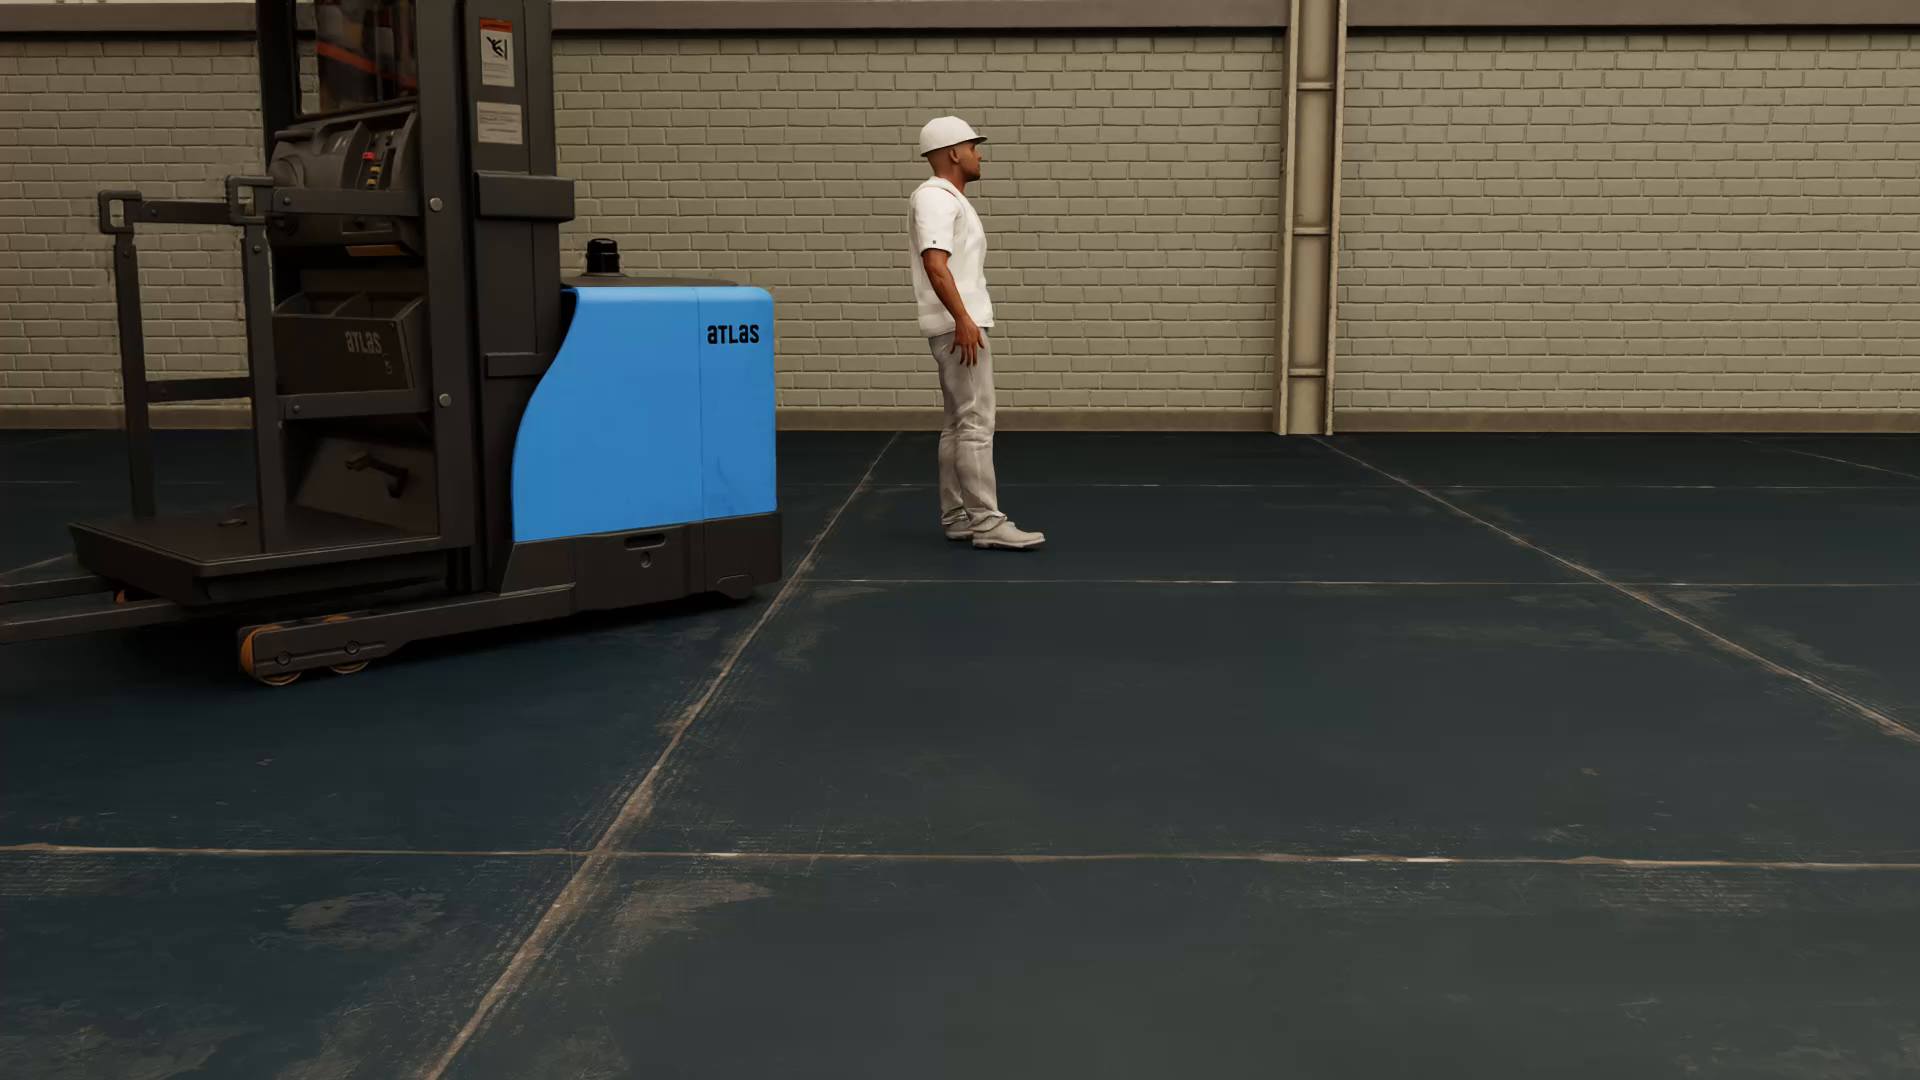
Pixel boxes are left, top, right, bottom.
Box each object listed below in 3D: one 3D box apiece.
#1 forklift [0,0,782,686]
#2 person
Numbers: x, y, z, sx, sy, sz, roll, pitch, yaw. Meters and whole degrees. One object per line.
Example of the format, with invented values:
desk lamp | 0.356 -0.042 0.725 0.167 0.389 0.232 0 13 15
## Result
forklift | -2.021 -1.140 4.879 3.031 2.935 1.130 -8 12 -44
person | 0.069 -0.879 6.985 0.576 1.766 0.665 0 9 1
